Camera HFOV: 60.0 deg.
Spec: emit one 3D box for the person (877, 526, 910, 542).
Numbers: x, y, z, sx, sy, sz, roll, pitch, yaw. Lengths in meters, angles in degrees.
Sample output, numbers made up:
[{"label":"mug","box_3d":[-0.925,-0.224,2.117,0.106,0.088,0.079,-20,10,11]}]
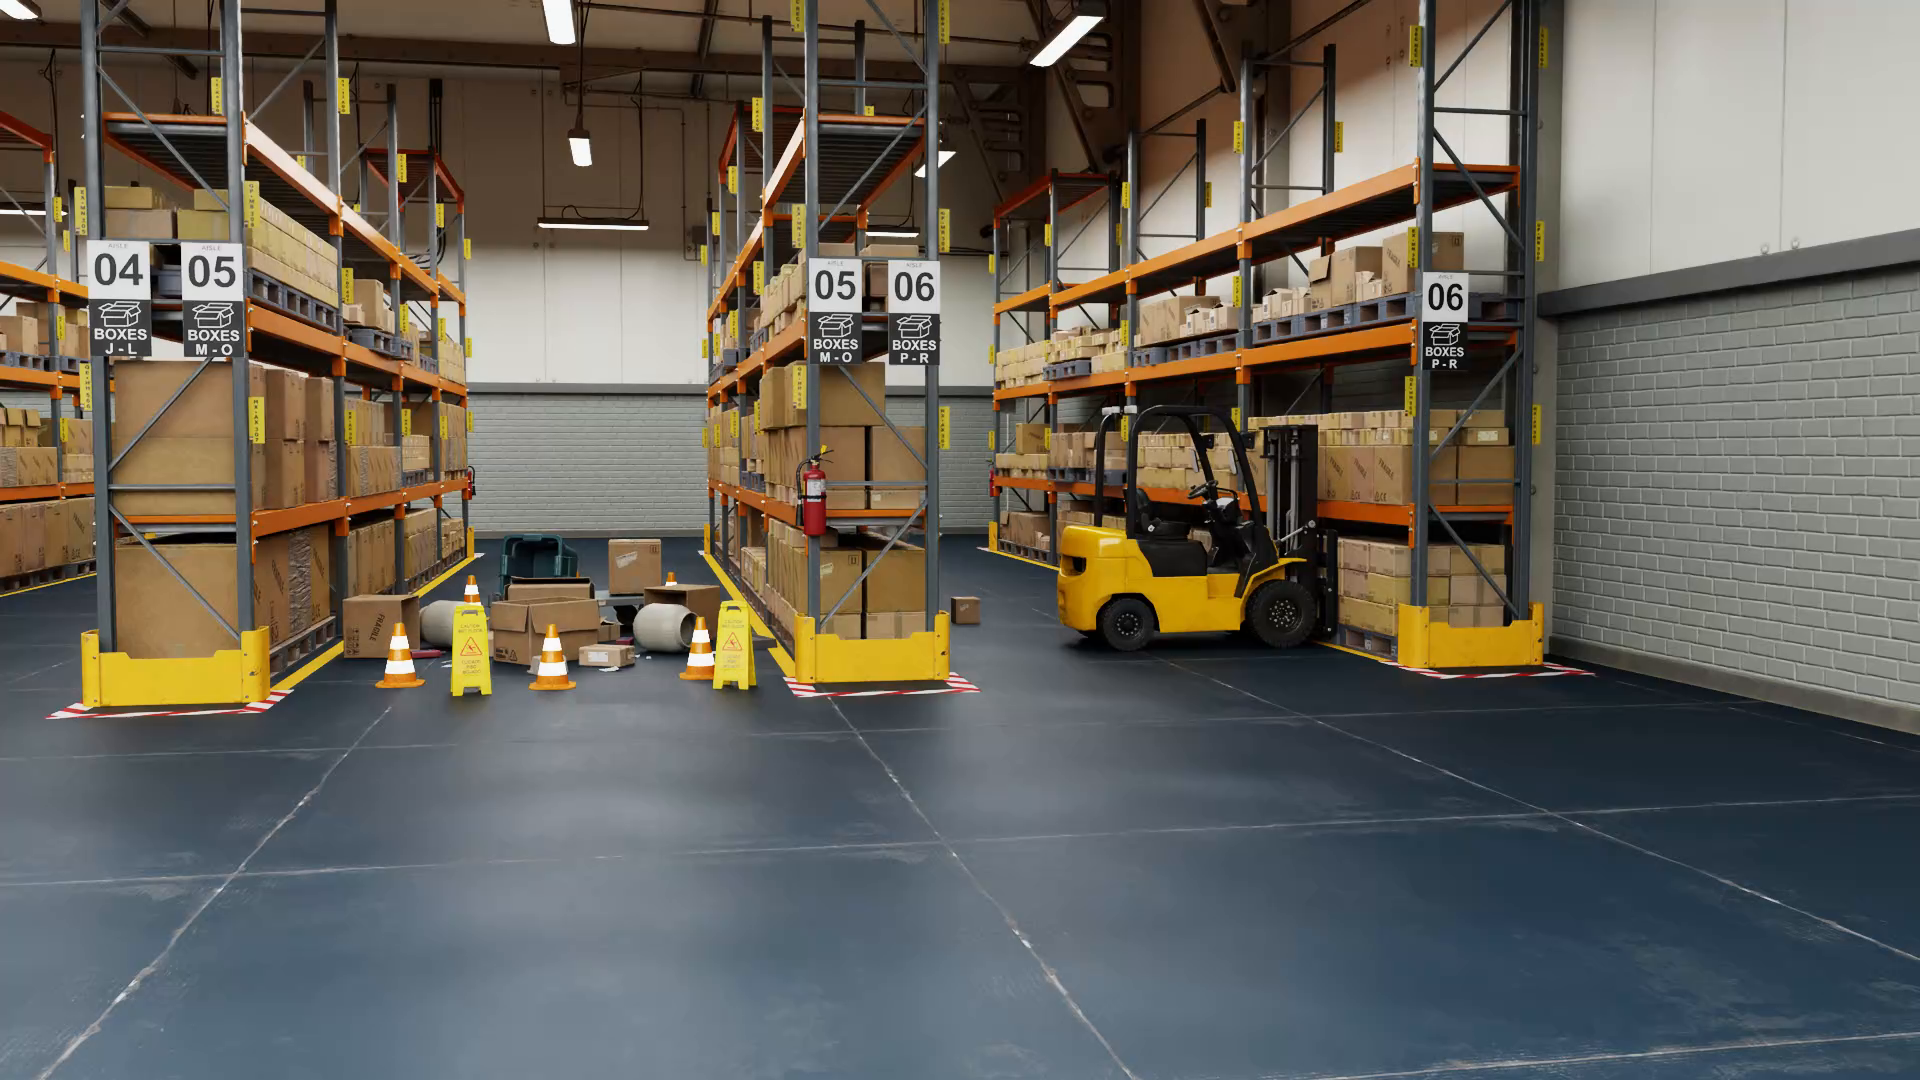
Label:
[{"label":"person","box_3d":[-0.850,-0.241,21.434,0.450,1.644,0.741,-1,3,-10]}]
